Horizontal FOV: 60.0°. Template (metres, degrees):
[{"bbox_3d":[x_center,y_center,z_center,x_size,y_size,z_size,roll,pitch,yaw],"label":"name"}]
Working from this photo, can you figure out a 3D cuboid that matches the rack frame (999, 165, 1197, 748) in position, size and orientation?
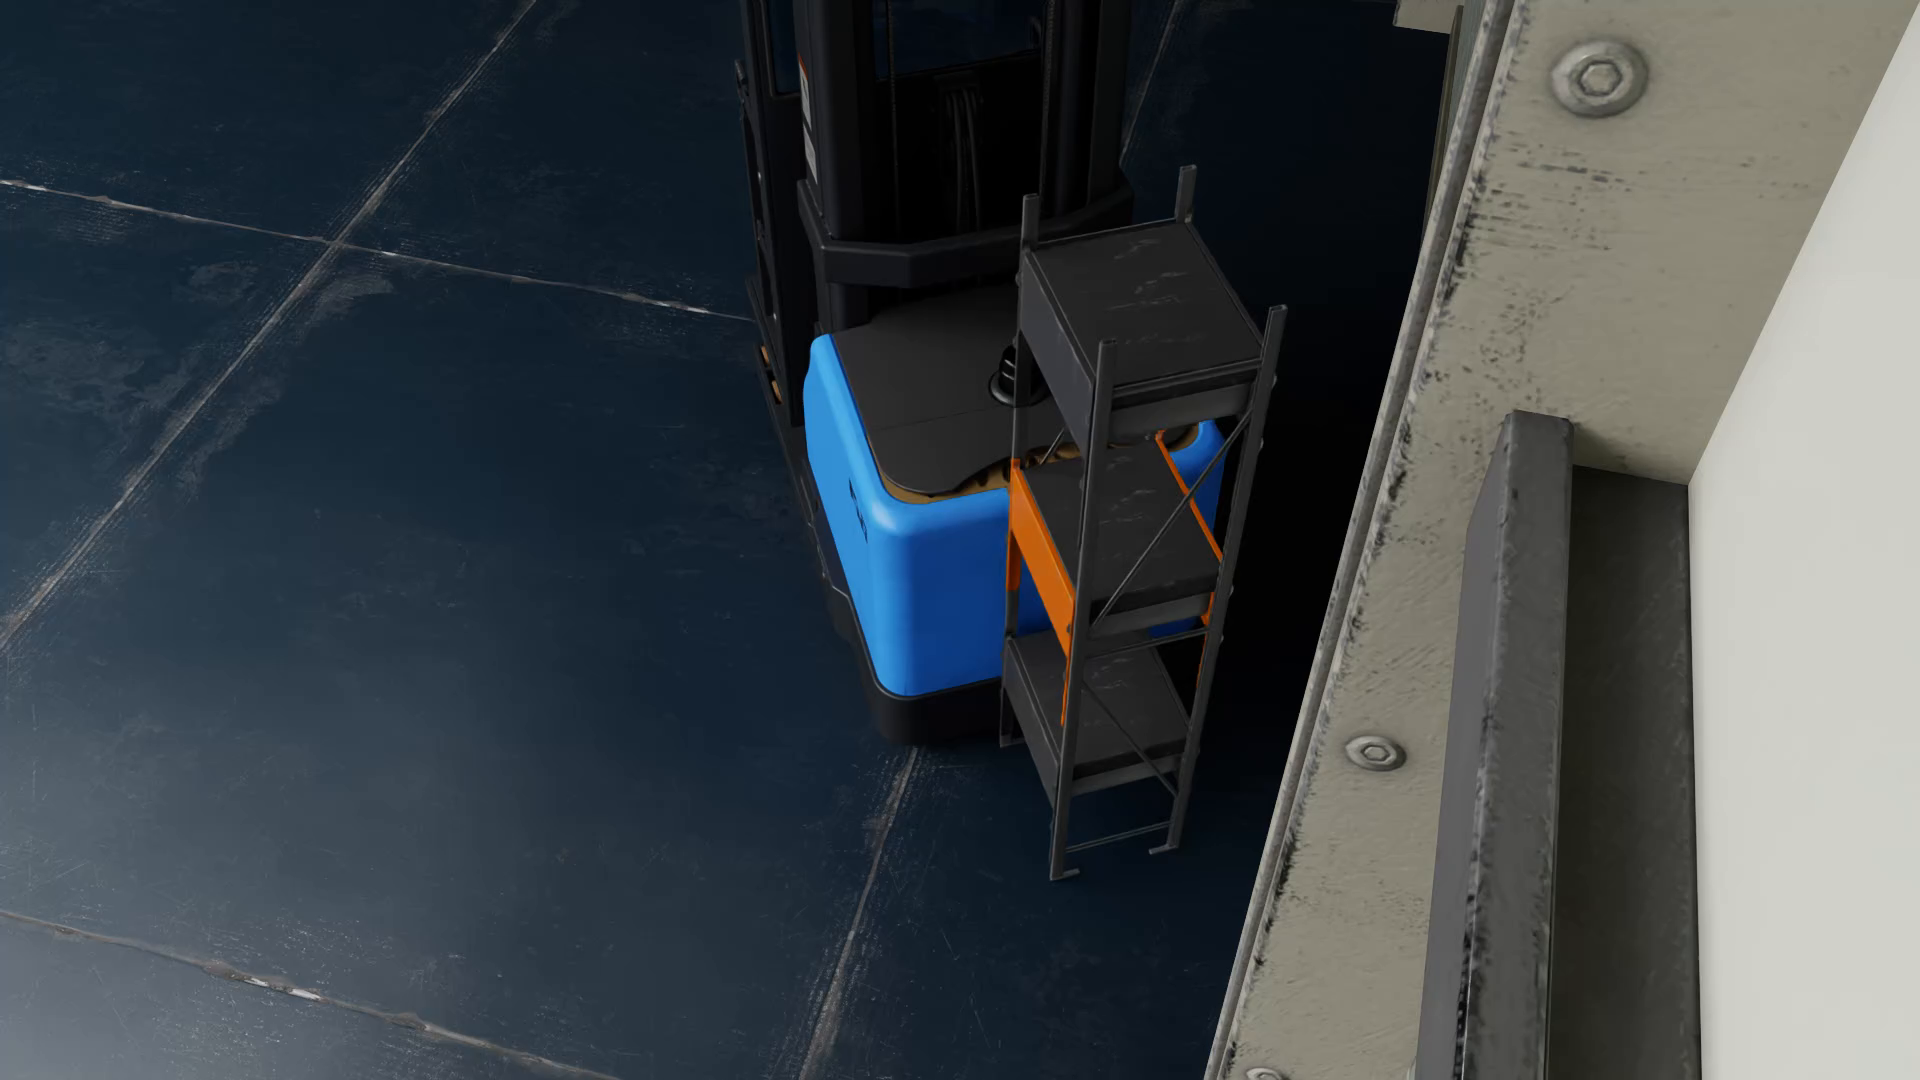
[{"bbox_3d":[0.323,-0.092,4.425,0.400,2.100,0.015,-12,50,-11],"label":"rack frame"}]

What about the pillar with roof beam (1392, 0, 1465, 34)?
[{"bbox_3d":[-1.895,-6.388,5.386,9.100,9.000,0.400,12,50,10],"label":"pillar with roof beam"}]

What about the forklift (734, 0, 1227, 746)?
[{"bbox_3d":[-0.141,-1.471,5.094,1.130,2.935,3.031,-12,50,-10],"label":"forklift"}]

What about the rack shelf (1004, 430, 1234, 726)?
[{"bbox_3d":[0.393,0.094,4.282,0.431,0.518,0.480,-12,50,-11],"label":"rack shelf"}]

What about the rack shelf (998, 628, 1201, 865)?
[{"bbox_3d":[0.388,0.555,4.808,0.431,0.518,0.480,-12,50,-11],"label":"rack shelf"}]

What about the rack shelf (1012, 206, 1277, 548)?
[{"bbox_3d":[0.397,-0.367,3.755,0.431,0.518,0.480,-12,50,-11],"label":"rack shelf"}]

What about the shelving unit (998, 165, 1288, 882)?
[{"bbox_3d":[0.393,0.085,4.271,0.431,2.100,0.503,-12,50,-11],"label":"shelving unit"}]

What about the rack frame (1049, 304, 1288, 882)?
[{"bbox_3d":[0.463,0.261,4.118,0.400,2.100,0.015,-12,50,-11],"label":"rack frame"}]
